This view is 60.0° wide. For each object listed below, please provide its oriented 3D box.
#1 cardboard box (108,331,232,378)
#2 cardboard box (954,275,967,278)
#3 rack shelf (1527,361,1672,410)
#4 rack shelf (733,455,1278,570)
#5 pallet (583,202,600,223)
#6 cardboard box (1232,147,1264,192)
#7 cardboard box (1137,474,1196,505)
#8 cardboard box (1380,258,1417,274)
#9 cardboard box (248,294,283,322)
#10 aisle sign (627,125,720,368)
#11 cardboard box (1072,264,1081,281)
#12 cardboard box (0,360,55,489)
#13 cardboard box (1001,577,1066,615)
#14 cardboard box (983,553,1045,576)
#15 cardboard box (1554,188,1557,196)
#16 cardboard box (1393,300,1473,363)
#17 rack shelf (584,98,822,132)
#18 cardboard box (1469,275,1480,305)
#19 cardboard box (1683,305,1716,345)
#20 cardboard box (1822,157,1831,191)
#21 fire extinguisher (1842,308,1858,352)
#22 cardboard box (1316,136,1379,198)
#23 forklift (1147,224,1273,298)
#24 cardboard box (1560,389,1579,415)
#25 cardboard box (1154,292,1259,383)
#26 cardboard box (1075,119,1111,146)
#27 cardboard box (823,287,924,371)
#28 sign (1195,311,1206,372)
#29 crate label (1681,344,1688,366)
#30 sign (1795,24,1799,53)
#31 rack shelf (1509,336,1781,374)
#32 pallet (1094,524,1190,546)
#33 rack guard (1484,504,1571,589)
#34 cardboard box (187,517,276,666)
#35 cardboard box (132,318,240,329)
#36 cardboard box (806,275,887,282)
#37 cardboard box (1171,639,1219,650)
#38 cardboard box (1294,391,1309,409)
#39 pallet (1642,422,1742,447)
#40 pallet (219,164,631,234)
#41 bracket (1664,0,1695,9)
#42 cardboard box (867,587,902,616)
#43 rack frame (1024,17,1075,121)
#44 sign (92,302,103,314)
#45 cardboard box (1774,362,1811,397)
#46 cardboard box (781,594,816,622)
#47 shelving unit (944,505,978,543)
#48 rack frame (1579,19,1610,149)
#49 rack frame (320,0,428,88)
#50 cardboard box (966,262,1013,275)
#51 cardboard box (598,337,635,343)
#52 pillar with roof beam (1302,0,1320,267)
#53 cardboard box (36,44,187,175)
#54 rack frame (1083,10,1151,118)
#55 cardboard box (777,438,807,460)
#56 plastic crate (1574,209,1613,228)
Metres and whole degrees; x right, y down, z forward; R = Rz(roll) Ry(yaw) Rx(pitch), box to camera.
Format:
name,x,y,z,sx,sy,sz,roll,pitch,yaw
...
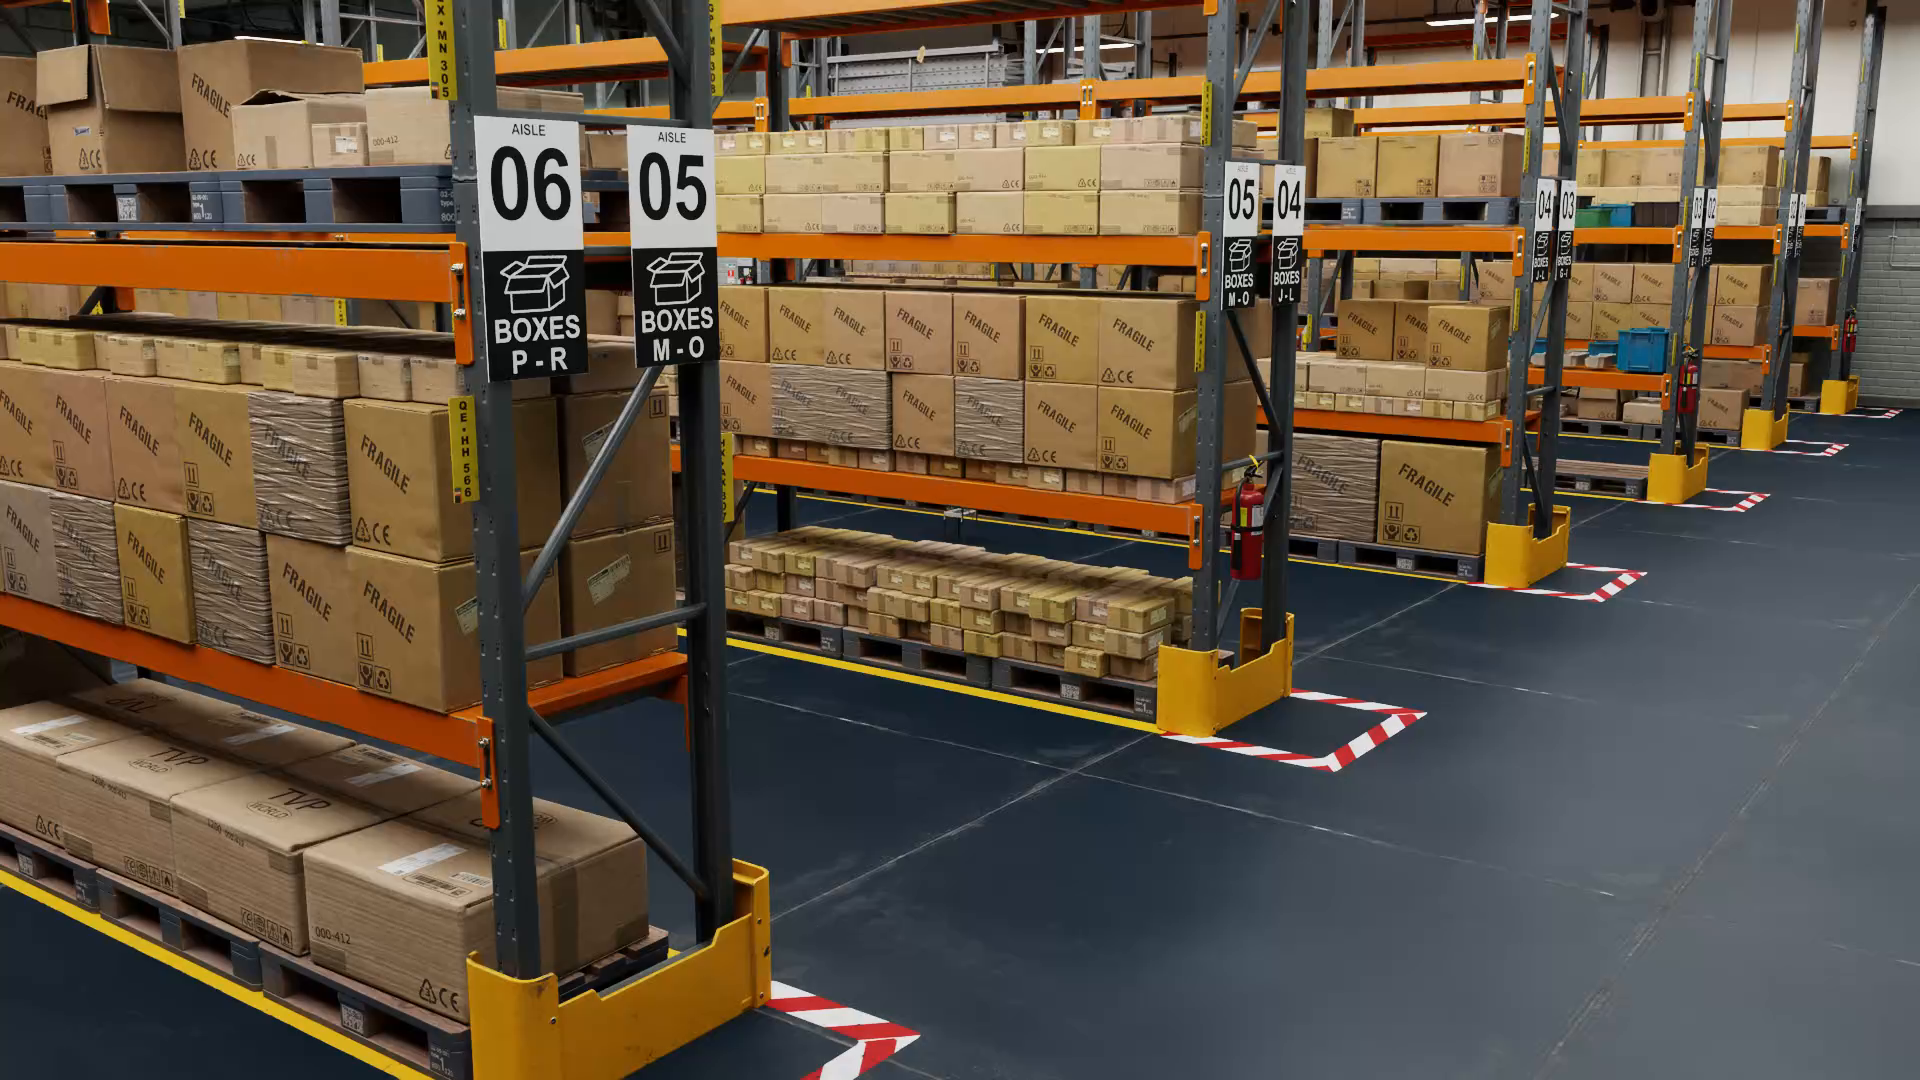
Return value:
name,x,y,z,sx,sy,sz,roll,pitch,yaw
cardboard box,-3.098,-0.734,6.543,0.250,0.149,0.380,8,14,36
cardboard box,0.113,-4.480,28.539,0.250,0.149,0.380,7,13,34
rack shelf,5.994,-1.822,18.665,4.000,0.370,1.077,8,13,36
rack shelf,0.045,-0.316,10.880,4.000,0.370,1.077,8,13,36
pallet,-2.001,-2.360,12.150,1.003,0.211,1.213,8,13,36
cardboard box,1.449,-2.179,9.797,0.500,0.250,0.500,8,14,36
cardboard box,1.227,-0.314,9.639,0.250,0.149,0.380,8,14,36
cardboard box,7.669,-4.789,29.033,0.500,0.250,0.500,8,13,35
cardboard box,-5.970,-2.050,15.052,0.500,0.500,0.700,8,13,35
aisle sign,-0.962,-0.988,5.614,0.004,0.787,0.394,8,13,36
cardboard box,2.429,-5.240,32.806,0.500,0.500,0.500,7,13,34
cardboard box,-3.771,-0.516,7.126,0.500,0.500,0.500,8,13,35
cardboard box,0.457,0.351,10.373,0.250,0.149,0.380,7,13,33
cardboard box,0.364,0.201,11.146,0.250,0.149,0.380,8,14,36
cardboard box,7.966,-4.654,22.590,0.500,0.250,0.500,8,13,36
cardboard box,4.045,-1.784,14.213,0.500,0.500,0.500,8,13,34
rack shelf,-3.385,-4.712,18.863,4.000,0.370,1.077,8,13,36
cardboard box,8.908,-4.249,28.216,0.500,0.500,0.500,8,14,36
cardboard box,9.599,-2.824,21.686,0.500,0.500,0.500,8,14,36
cardboard box,13.025,-5.609,25.499,0.500,0.500,0.500,7,13,33
fire extinguisher,13.319,-3.159,24.864,0.183,0.674,0.296,8,13,36
cardboard box,3.396,-3.152,14.116,0.500,0.500,0.700,7,13,32
forklift,2.650,-1.963,17.678,3.031,2.935,1.130,10,15,42
cardboard box,8.549,-1.949,23.348,0.500,0.311,0.500,8,13,36
cardboard box,1.453,-1.221,9.987,0.500,0.500,0.500,8,13,35
cardboard box,0.867,-2.348,9.623,0.250,0.149,0.380,7,13,34
cardboard box,-0.533,-1.375,10.779,0.500,0.500,0.500,8,14,36
sign,1.313,-1.085,9.082,0.005,0.325,0.100,8,13,36
crate label,7.602,-1.976,17.849,0.303,0.233,0.416,8,13,36
sign,10.196,-6.107,20.251,0.005,0.325,0.100,8,13,36
rack shelf,8.929,-2.580,22.583,4.000,0.370,1.077,8,13,36
pallet,2.017,-0.175,15.601,1.213,0.211,1.003,8,13,36
rack guard,4.694,0.038,13.739,0.348,0.500,1.175,8,13,36
cardboard box,-2.553,0.147,6.329,0.500,0.500,0.500,8,14,37
cardboard box,-3.420,-0.896,7.380,0.250,0.149,0.380,8,13,35
cardboard box,-1.194,-2.549,17.622,0.637,0.503,0.797,9,14,37
cardboard box,1.425,0.641,10.438,0.250,0.149,0.380,8,14,37
cardboard box,2.961,-1.230,14.374,0.250,0.149,0.380,8,14,37
pallet,9.837,-1.437,22.124,1.213,0.211,1.003,8,13,36
pallet,-1.795,-1.186,5.820,1.213,0.211,1.003,8,13,36
bracket,11.447,-8.582,26.443,0.430,0.232,0.235,8,13,36
cardboard box,-0.400,0.383,10.989,0.250,0.149,0.380,8,13,35
rack frame,1.158,-5.795,21.514,0.127,3.000,1.000,8,13,36
sign,-8.342,-2.172,16.093,0.005,0.325,0.100,8,13,36
cardboard box,12.847,-2.509,25.800,0.500,0.500,0.700,8,13,36
cardboard box,-1.018,0.440,11.481,0.250,0.149,0.380,8,13,35
shelving unit,0.007,-0.441,15.160,0.210,0.900,0.258,8,13,36
rack frame,10.246,-6.862,27.029,0.127,3.000,1.000,8,13,36
rack frame,-4.791,-4.289,13.728,0.127,3.000,1.000,8,13,36
cardboard box,0.508,-4.792,28.446,0.500,0.500,0.700,8,14,36
cardboard box,-2.655,-1.529,13.245,0.250,0.149,0.380,9,14,38
pillar with roof beam,3.938,-6.931,27.387,0.548,9.000,9.100,8,13,36
cardboard box,-3.309,-1.757,6.895,0.637,0.503,0.797,9,14,40
rack frame,1.451,-4.587,15.270,0.127,3.000,1.000,8,13,36
cardboard box,-1.034,-0.649,11.369,0.250,0.149,0.380,7,13,33
plastic crate,6.642,-3.386,17.517,0.336,0.188,0.450,8,13,36
